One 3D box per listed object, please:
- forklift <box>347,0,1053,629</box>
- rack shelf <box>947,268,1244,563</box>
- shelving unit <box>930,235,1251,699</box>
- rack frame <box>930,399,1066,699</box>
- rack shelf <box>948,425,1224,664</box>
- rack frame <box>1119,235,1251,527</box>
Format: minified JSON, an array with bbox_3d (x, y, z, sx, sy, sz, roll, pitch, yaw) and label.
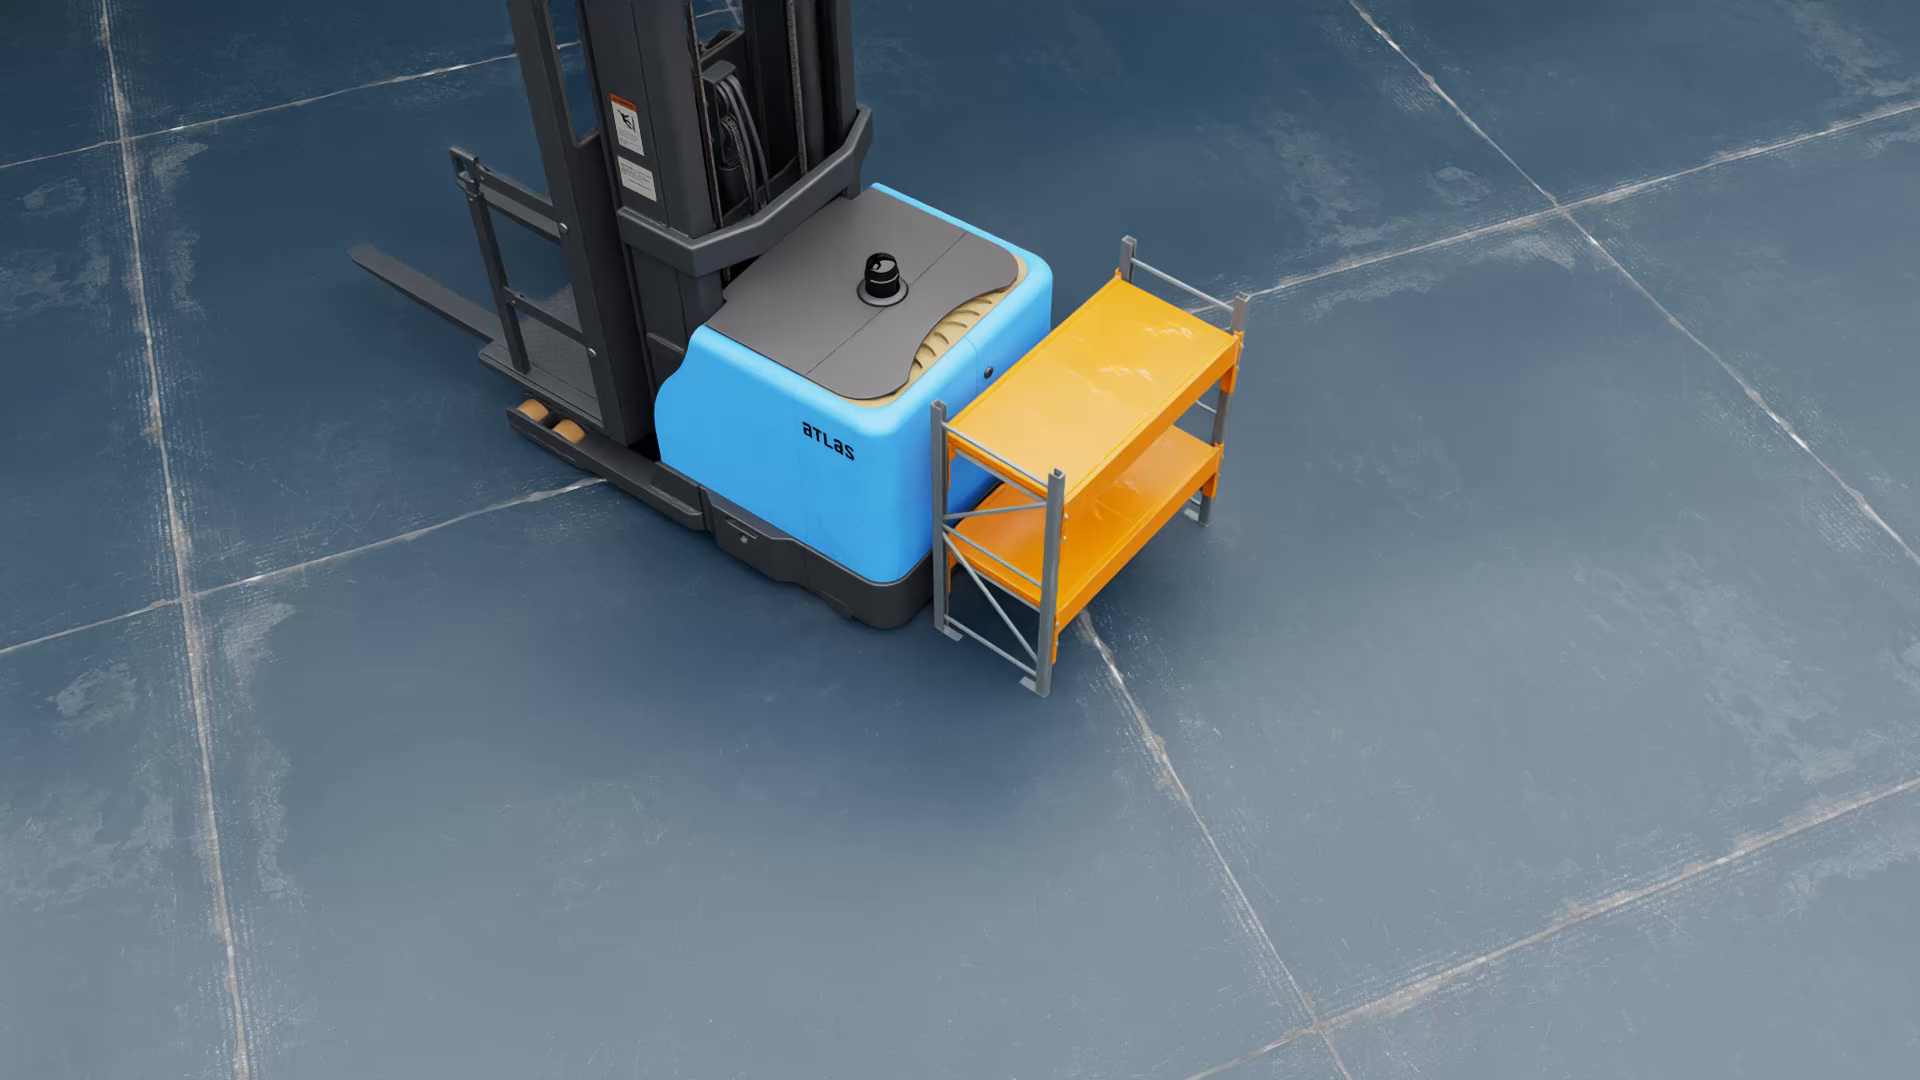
[{"bbox_3d":[-1.161,-1.556,5.655,3.031,2.935,1.130,29,55,22],"label":"forklift"},{"bbox_3d":[0.431,-0.433,5.494,0.538,0.278,1.000,32,56,24],"label":"rack shelf"},{"bbox_3d":[0.431,-0.243,5.716,0.538,1.125,1.048,32,56,24],"label":"shelving unit"},{"bbox_3d":[0.110,0.057,5.459,0.500,1.125,0.032,32,56,24],"label":"rack frame"},{"bbox_3d":[0.430,-0.083,5.902,0.538,0.278,1.000,32,56,24],"label":"rack shelf"},{"bbox_3d":[0.751,-0.542,5.974,0.500,1.125,0.032,32,56,24],"label":"rack frame"}]
